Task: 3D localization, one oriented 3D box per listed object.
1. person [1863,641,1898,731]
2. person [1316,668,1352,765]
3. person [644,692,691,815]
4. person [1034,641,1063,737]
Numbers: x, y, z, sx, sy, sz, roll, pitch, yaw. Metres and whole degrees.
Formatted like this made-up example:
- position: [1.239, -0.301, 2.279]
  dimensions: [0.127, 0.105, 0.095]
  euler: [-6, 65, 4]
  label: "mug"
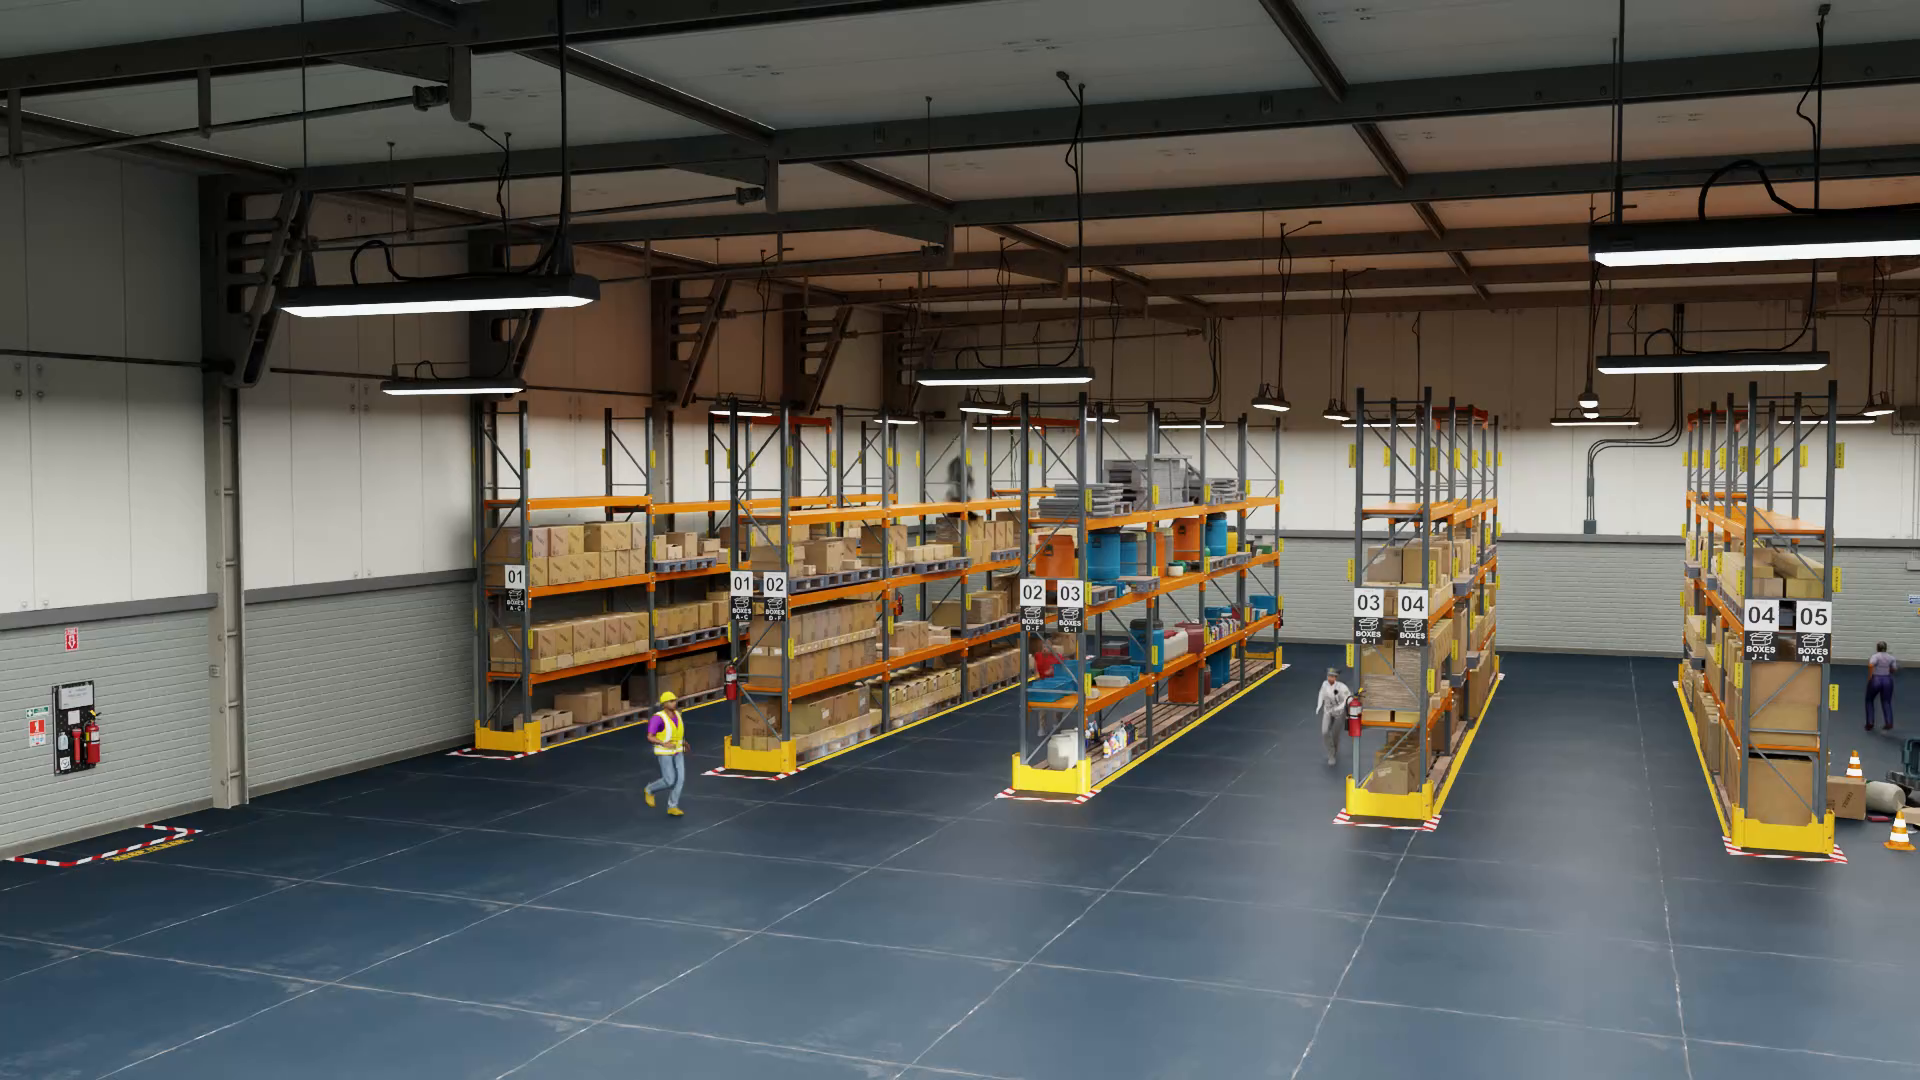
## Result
- position: [16.861, 2.698, 30.441]
  dimensions: [0.593, 1.701, 0.759]
  euler: [0, 3, 10]
  label: "person"
- position: [6.224, 2.881, 27.502]
  dimensions: [0.619, 1.624, 0.807]
  euler: [2, 3, 29]
  label: "person"
- position: [-4.132, 2.997, 23.435]
  dimensions: [0.687, 1.726, 0.699]
  euler: [2, 3, 34]
  label: "person"
- position: [1.654, 2.693, 30.365]
  dimensions: [0.659, 1.753, 1.024]
  euler: [1, 3, 16]
  label: "person"
